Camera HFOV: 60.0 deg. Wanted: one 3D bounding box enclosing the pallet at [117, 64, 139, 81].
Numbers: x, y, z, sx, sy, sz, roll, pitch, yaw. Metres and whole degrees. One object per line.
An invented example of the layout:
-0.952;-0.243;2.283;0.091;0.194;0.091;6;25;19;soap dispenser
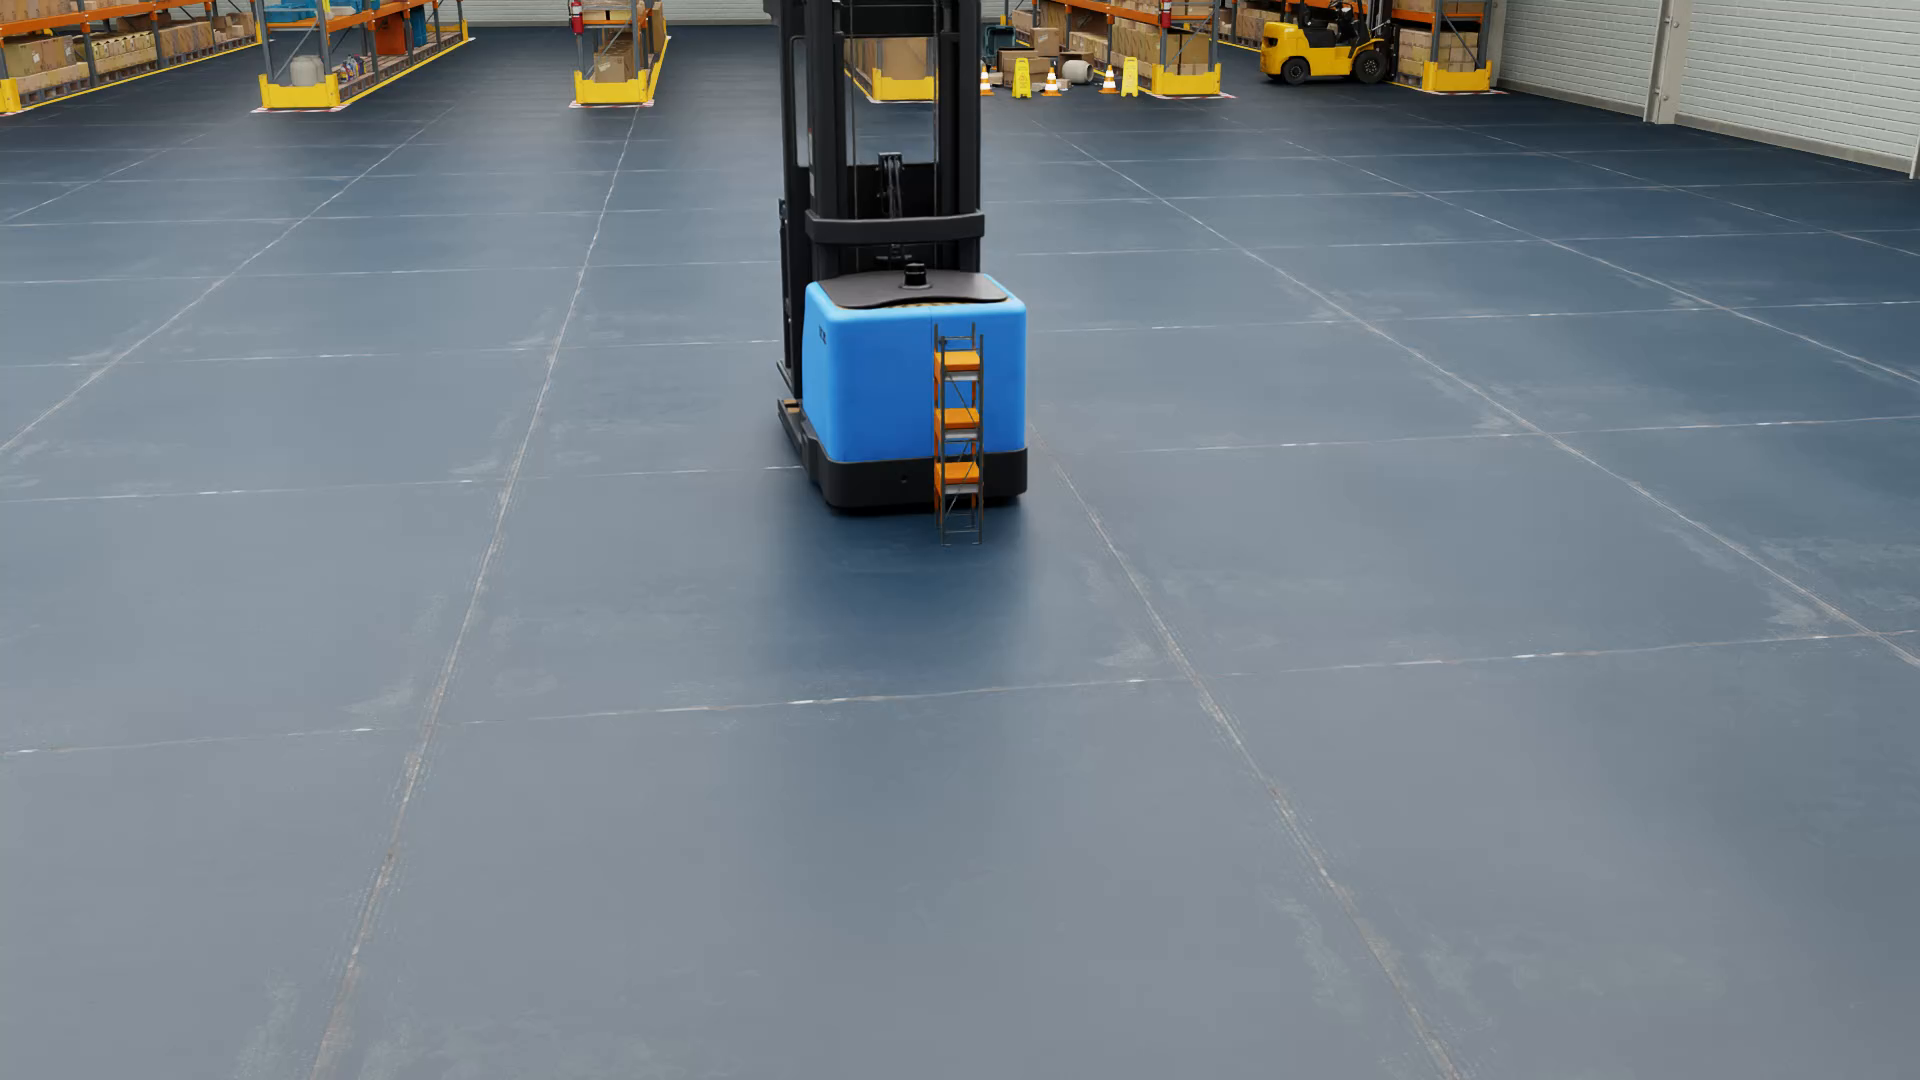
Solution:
-16.530;-9.001;32.013;1.003;0.211;1.213;-3;21;-8;pallet

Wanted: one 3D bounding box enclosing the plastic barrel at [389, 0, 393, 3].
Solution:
-11.521;-10.971;33.143;0.421;0.512;0.421;0;20;0;plastic barrel

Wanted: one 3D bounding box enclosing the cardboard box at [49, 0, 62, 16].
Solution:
-16.054;-9.342;28.798;0.700;0.500;0.500;-3;21;-8;cardboard box

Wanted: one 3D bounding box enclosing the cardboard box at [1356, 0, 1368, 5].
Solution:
8.120;-10.760;32.596;0.500;0.500;0.500;-3;21;-9;cardboard box

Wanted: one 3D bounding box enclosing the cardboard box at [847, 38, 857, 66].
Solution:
-1.659;-9.697;32.508;1.050;0.750;0.750;-3;21;-8;cardboard box

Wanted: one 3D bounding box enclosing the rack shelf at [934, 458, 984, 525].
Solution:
-0.008;-0.240;8.183;0.215;0.259;0.240;-3;21;-8;rack shelf

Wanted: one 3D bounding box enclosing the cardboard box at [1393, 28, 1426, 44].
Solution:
8.354;-9.367;30.909;0.500;0.250;0.500;-3;21;-7;cardboard box

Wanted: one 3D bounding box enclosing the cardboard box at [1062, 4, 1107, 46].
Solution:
2.810;-11.458;37.044;0.875;0.875;0.875;-3;21;-8;cardboard box

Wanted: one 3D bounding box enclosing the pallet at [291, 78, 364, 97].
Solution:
-11.069;-7.915;29.106;1.003;0.211;1.213;-3;21;-8;pallet

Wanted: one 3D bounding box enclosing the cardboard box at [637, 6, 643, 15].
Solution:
-5.752;-9.261;29.084;0.380;0.149;0.250;-3;21;-8;cardboard box

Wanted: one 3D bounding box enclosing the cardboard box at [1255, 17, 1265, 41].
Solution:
7.231;-11.960;38.924;0.500;0.500;0.500;-4;21;-10;cardboard box

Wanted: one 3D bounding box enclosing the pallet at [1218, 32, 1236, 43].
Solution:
7.064;-12.582;41.601;1.003;0.211;1.213;-3;21;-8;pallet

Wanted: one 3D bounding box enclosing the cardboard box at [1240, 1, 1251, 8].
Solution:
7.010;-12.985;40.315;0.380;0.149;0.250;-3;21;-9;cardboard box

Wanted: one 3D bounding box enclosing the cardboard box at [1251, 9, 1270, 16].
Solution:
7.168;-12.568;39.623;0.380;0.149;0.250;-3;21;-9;cardboard box

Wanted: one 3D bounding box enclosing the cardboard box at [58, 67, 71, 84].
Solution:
-15.774;-8.044;28.795;0.500;0.250;0.500;-3;21;-8;cardboard box

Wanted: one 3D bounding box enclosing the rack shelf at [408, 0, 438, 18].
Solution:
-12.169;-11.619;36.067;1.077;0.370;4.000;-3;21;-8;rack shelf

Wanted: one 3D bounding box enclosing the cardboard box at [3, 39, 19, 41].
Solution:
-16.231;-8.195;28.128;0.500;0.500;0.500;-3;21;-8;cardboard box

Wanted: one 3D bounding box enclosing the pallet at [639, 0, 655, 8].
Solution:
-6.369;-10.311;31.810;1.003;0.211;1.213;-3;21;-8;pallet

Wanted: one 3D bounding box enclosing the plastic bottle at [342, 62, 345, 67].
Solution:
-10.938;-8.364;29.576;0.061;0.283;0.133;-3;21;-8;plastic bottle

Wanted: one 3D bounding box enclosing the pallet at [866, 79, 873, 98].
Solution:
-1.096;-7.926;29.135;1.003;0.211;1.213;-3;21;-8;pallet

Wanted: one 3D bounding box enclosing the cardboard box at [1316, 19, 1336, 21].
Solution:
7.917;-10.907;35.926;0.875;0.625;0.625;-2;21;-6;cardboard box

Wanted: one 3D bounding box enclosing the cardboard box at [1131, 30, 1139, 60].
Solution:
3.462;-9.124;30.615;0.500;0.500;0.500;-3;21;-9;cardboard box

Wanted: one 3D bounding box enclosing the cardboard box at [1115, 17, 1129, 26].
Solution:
3.180;-9.928;31.842;0.380;0.149;0.250;-3;21;-7;cardboard box

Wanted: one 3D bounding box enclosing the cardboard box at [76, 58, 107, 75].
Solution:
-16.019;-8.691;30.529;0.500;0.250;0.500;-3;21;-9;cardboard box

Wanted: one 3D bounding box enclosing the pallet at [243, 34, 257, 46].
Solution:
-17.809;-12.177;40.517;1.003;0.211;1.213;-3;21;-8;pallet

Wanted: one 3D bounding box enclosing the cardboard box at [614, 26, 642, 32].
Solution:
-6.767;-10.487;33.878;0.500;0.250;0.500;-1;20;-2;cardboard box

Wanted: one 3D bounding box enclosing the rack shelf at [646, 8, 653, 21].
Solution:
-6.691;-10.484;33.028;1.077;0.370;4.000;-3;21;-8;rack shelf

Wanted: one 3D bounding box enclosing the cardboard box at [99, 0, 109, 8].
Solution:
-16.449;-10.300;31.363;0.500;0.500;0.500;-3;21;-8;cardboard box

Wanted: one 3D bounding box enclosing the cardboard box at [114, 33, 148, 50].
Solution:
-16.382;-9.838;32.798;0.500;0.311;0.500;-3;21;-9;cardboard box

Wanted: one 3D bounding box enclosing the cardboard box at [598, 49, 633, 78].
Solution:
-6.091;-8.410;29.418;0.500;0.500;0.500;-1;21;-3;cardboard box

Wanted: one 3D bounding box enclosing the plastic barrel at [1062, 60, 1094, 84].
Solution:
2.184;-8.676;30.840;0.512;0.421;0.421;12;24;30;plastic barrel

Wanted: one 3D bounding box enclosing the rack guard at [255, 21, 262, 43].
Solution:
-17.925;-12.588;41.205;1.175;0.500;0.348;-3;21;-8;rack guard

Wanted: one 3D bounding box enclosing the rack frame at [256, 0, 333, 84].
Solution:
-10.728;-8.494;26.672;1.000;3.000;0.127;-3;21;-8;rack frame

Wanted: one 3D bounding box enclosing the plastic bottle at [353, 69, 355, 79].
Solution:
-10.788;-8.292;29.500;0.097;0.201;0.097;0;20;0;plastic bottle

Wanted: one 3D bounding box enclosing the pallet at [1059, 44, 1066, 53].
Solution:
2.788;-10.984;37.324;1.003;0.211;1.213;-3;21;-8;pallet

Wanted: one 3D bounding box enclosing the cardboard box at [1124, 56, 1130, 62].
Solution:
3.389;-8.952;31.226;0.500;0.250;0.500;-3;21;-8;cardboard box

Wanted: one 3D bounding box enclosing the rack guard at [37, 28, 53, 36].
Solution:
-22.841;-12.372;40.625;1.175;0.500;0.348;-3;21;-8;rack guard

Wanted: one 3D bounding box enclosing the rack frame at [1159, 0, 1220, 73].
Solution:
3.980;-9.244;28.679;1.000;3.000;0.127;-3;21;-8;rack frame

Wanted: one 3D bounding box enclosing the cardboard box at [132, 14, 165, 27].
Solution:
-17.314;-11.087;35.486;0.500;0.250;0.500;-3;21;-9;cardboard box

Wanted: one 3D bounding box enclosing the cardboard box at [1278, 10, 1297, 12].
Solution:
7.729;-12.421;39.230;0.380;0.149;0.250;-3;21;-7;cardboard box

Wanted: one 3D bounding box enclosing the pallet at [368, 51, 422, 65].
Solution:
-12.036;-10.229;35.301;1.003;0.211;1.213;-3;21;-8;pallet

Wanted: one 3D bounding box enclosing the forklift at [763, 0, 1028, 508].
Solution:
-0.483;-2.018;9.430;1.130;2.935;3.031;-5;21;-12;forklift

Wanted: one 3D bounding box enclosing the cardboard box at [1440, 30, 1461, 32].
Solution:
8.934;-9.221;30.519;0.500;0.250;0.500;-3;21;-8;cardboard box

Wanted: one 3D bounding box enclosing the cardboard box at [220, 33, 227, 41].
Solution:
-17.341;-11.734;38.768;0.380;0.166;0.250;-3;21;-8;cardboard box

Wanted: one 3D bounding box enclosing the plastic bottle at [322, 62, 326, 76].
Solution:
-11.458;-8.463;29.858;0.097;0.271;0.097;0;20;0;plastic bottle

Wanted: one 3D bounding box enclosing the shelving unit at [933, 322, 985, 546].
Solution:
-0.008;-0.510;8.082;0.215;1.050;0.252;-3;21;-8;shelving unit

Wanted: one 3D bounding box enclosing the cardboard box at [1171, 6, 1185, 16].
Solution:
3.715;-9.245;29.040;0.380;0.149;0.250;-2;21;-6;cardboard box

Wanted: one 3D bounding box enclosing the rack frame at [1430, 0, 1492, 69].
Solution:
8.891;-9.495;29.352;1.000;3.000;0.127;-3;21;-8;rack frame

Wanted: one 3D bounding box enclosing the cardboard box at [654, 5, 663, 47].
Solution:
-7.179;-11.264;36.525;1.225;0.875;0.875;-3;21;-8;cardboard box

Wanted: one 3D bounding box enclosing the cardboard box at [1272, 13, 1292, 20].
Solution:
7.352;-11.939;37.941;0.380;0.149;0.250;-4;21;-10;cardboard box

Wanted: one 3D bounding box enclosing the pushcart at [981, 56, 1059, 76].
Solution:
1.155;-9.268;32.491;1.648;0.377;0.936;-11;23;-26;pushcart

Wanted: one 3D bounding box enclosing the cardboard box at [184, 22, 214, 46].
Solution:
-17.005;-11.279;37.072;0.500;0.500;0.500;-3;21;-8;cardboard box
